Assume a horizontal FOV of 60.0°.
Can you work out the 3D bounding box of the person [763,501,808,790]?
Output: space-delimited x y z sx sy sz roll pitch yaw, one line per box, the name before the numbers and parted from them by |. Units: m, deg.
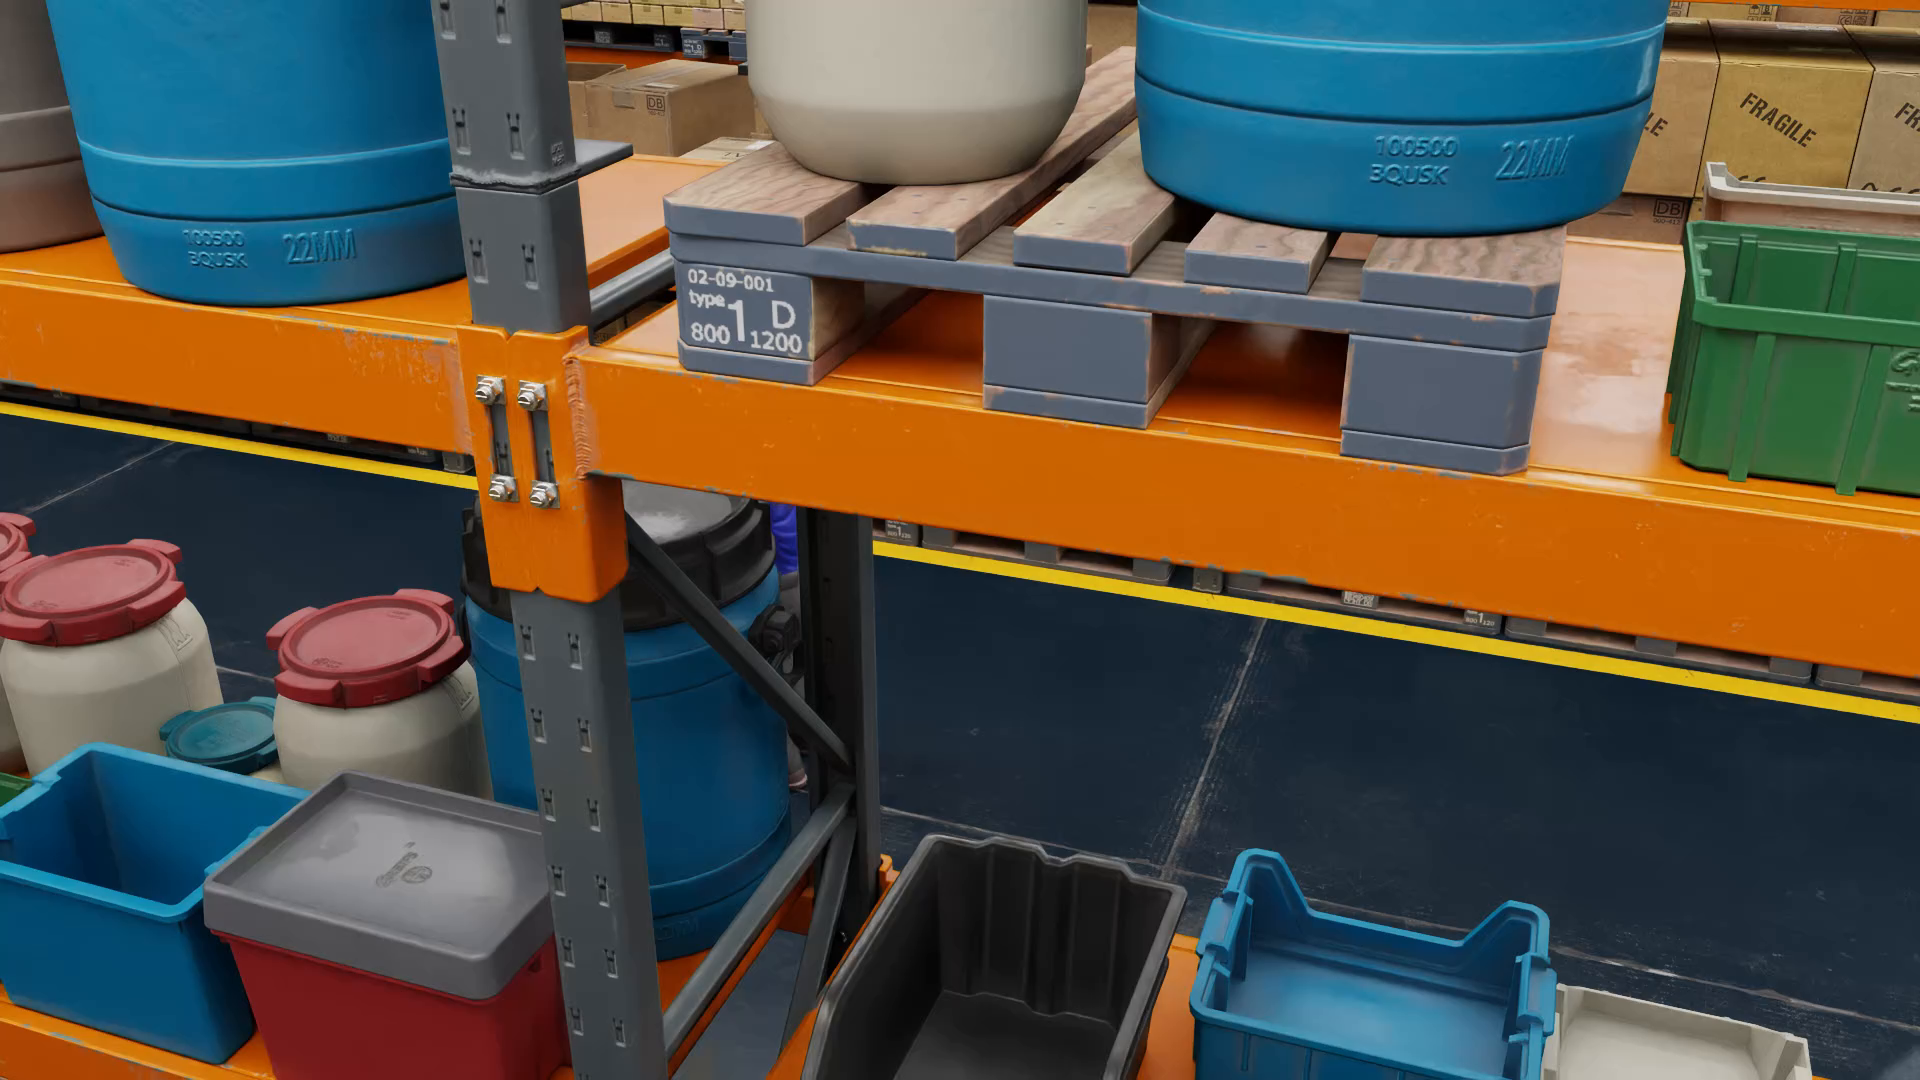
person | -0.710 0.215 5.938 0.576 1.442 0.492 9 27 18
